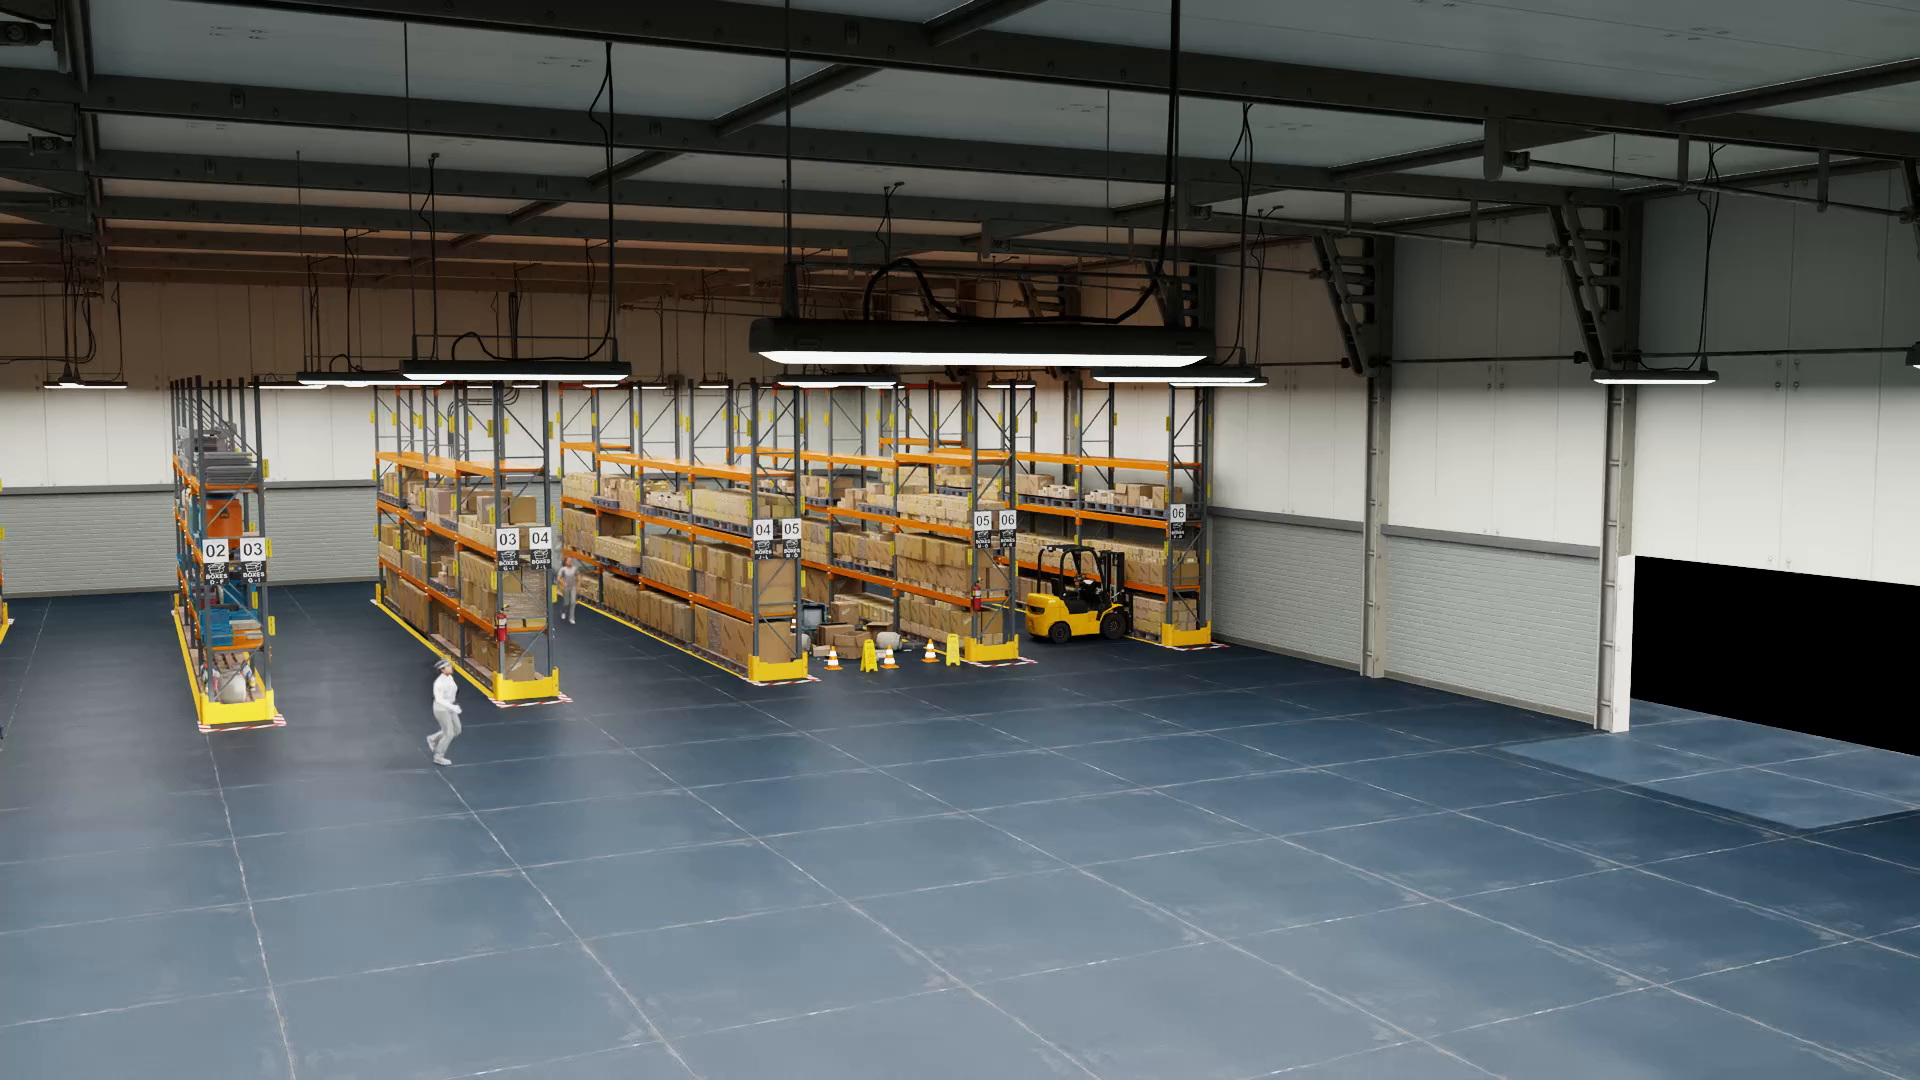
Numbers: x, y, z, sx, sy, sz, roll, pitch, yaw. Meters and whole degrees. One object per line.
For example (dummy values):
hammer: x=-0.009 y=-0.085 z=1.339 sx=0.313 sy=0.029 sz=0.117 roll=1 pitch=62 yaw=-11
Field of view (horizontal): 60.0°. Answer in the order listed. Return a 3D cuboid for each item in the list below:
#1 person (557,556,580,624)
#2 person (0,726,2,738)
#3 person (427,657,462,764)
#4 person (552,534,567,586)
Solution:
person: x=-9.716 y=1.236 z=41.363 sx=0.590 sy=1.649 sz=0.771 roll=-3 pitch=6 yaw=-28
person: x=-14.914 y=2.680 z=25.349 sx=0.605 sy=1.607 sz=0.635 roll=1 pitch=5 yaw=8
person: x=-7.942 y=2.626 z=25.665 sx=0.594 sy=1.661 sz=0.637 roll=0 pitch=5 yaw=4
person: x=-11.583 y=0.613 z=48.532 sx=0.864 sy=1.603 sz=0.567 roll=-3 pitch=6 yaw=-28
